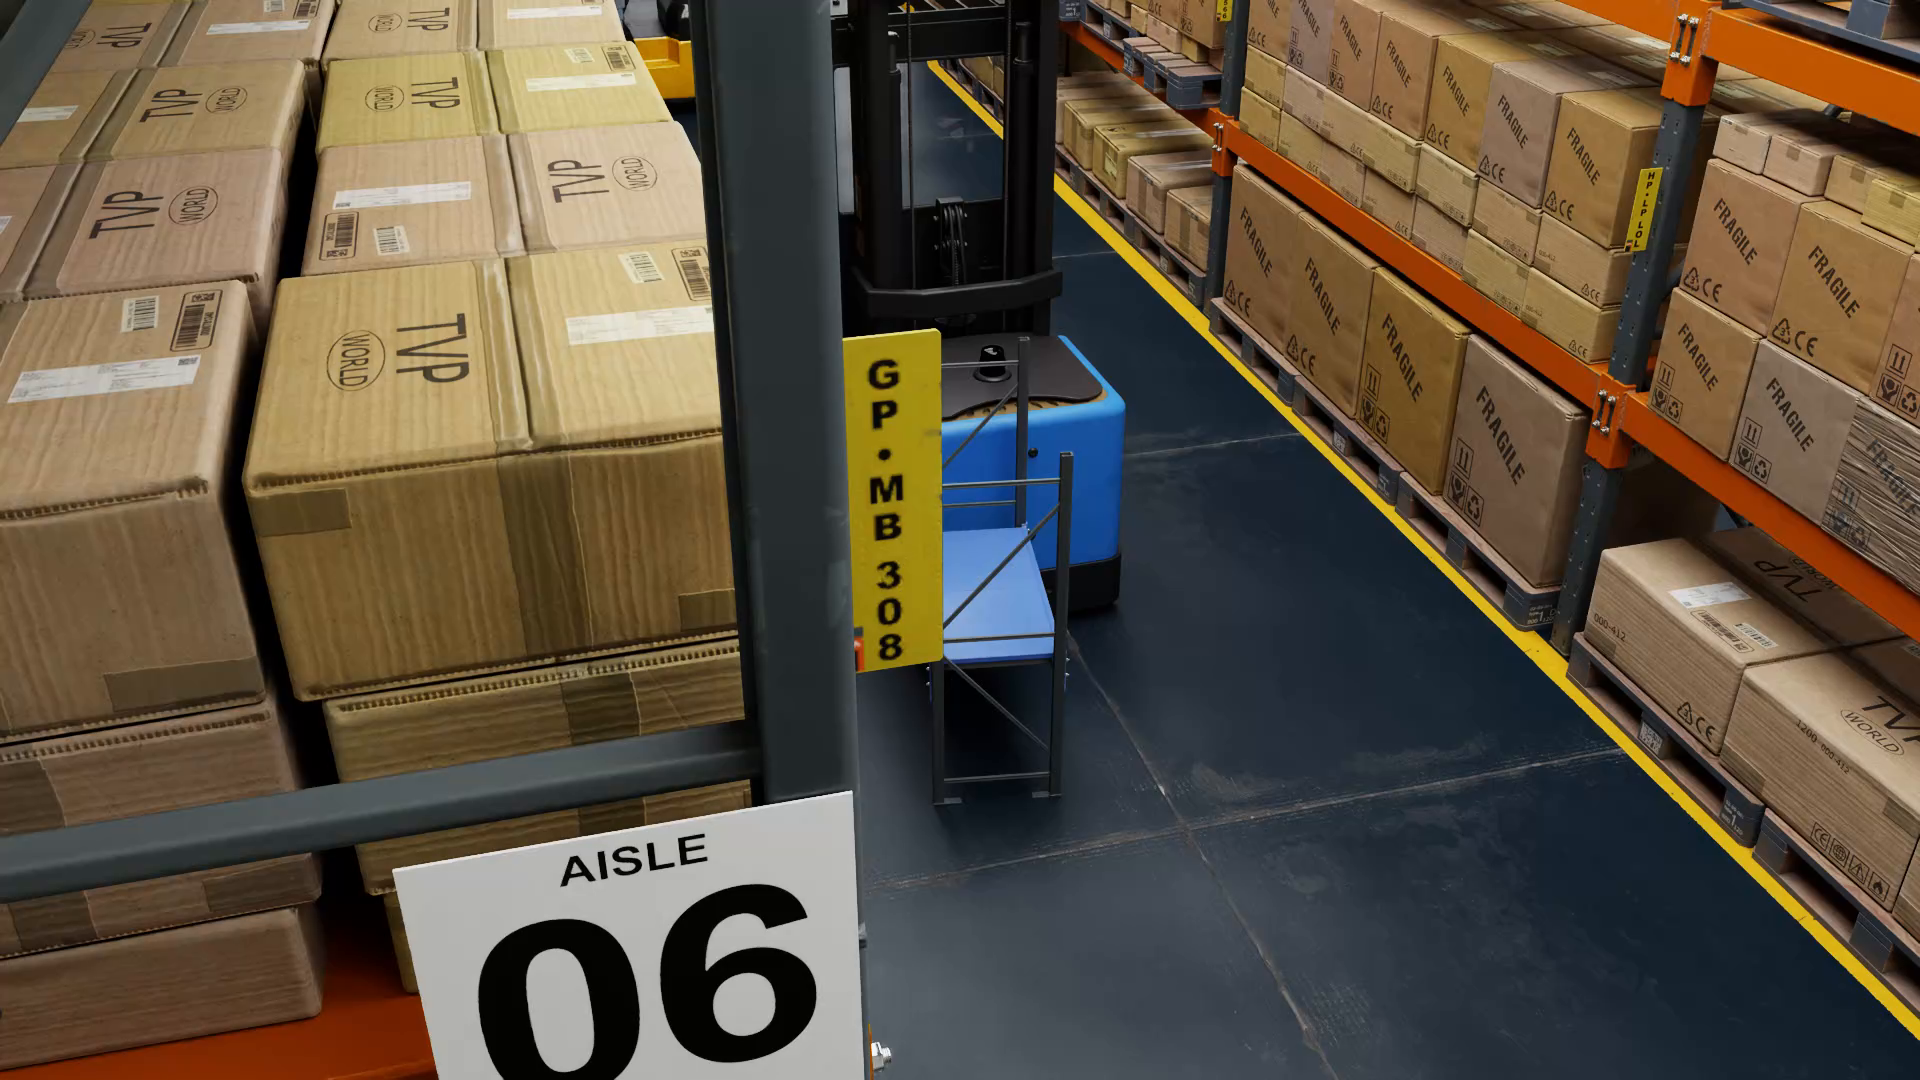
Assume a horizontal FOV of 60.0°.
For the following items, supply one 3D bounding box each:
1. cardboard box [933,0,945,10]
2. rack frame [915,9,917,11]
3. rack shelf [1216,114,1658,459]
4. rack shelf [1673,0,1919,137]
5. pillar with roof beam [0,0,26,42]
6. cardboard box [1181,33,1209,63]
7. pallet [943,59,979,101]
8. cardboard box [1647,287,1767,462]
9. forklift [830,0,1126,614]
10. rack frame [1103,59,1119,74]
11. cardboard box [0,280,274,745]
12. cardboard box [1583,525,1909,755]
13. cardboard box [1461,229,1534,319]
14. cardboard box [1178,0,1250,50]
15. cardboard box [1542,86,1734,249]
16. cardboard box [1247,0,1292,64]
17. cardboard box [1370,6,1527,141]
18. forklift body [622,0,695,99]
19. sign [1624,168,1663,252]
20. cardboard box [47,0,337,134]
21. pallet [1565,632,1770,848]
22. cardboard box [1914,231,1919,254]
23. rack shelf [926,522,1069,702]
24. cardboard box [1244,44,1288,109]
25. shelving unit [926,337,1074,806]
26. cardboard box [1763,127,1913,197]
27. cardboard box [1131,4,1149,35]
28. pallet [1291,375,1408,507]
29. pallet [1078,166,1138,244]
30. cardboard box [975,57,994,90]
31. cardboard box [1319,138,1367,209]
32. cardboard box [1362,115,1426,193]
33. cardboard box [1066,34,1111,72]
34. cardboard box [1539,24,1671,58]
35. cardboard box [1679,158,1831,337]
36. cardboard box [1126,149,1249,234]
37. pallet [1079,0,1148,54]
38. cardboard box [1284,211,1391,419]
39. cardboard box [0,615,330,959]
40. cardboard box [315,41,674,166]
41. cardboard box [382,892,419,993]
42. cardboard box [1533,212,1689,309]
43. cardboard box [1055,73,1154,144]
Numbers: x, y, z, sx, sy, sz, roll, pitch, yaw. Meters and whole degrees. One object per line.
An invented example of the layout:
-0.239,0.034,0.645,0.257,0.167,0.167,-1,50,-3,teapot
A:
0.048,-5.293,15.977,0.500,0.500,0.500,-9,31,-15,cardboard box
-0.050,-6.666,16.773,1.000,3.000,0.127,-8,31,-13,rack frame
2.605,-1.525,8.609,1.077,0.370,4.000,-8,31,-13,rack shelf
3.666,-0.891,4.519,1.077,0.370,4.000,-8,31,-13,rack shelf
1.817,-2.921,4.314,9.100,9.000,0.400,-8,31,-13,pillar with roof beam
1.619,-3.122,10.482,0.380,0.149,0.250,-7,31,-13,cardboard box
0.472,-4.437,15.706,1.003,0.211,1.213,-8,31,-13,pallet
3.008,-0.652,6.283,0.500,0.500,0.500,-7,31,-12,cardboard box
-0.184,-1.570,8.037,1.130,2.935,3.031,-9,31,-15,forklift
1.012,-4.734,13.435,1.000,3.000,0.127,-8,31,-13,rack frame
-0.975,-0.033,1.672,0.500,0.250,0.500,-9,31,-15,cardboard box
3.199,0.374,6.748,0.875,0.438,0.875,-8,31,-14,cardboard box
2.639,-1.235,7.539,0.500,0.250,0.500,-8,31,-14,cardboard box
1.685,-3.339,10.208,0.500,0.500,0.500,-9,31,-15,cardboard box
2.775,-1.529,6.799,0.500,0.500,0.500,-7,31,-12,cardboard box
1.969,-3.008,9.354,0.500,0.500,0.500,-9,31,-15,cardboard box
2.363,-2.273,8.085,0.500,0.500,0.500,-7,31,-12,cardboard box
-2.572,-4.964,14.679,2.313,2.155,1.214,-8,31,-13,forklift body
2.615,-1.260,6.356,0.100,0.325,0.005,-8,31,-13,sign
-1.366,-0.777,2.957,0.500,0.250,0.500,-8,31,-13,cardboard box
3.262,0.714,6.806,1.003,0.211,1.213,-8,31,-13,pallet
3.211,-0.940,5.135,0.380,0.149,0.250,-9,31,-15,cardboard box
0.086,0.265,6.653,0.538,0.185,1.000,-3,30,-6,rack shelf
1.970,-2.676,9.530,0.500,0.250,0.500,-8,31,-14,cardboard box
0.086,0.110,6.563,0.538,1.500,1.048,-3,30,-6,shelving unit
3.053,-1.319,5.788,0.380,0.149,0.250,-7,31,-13,cardboard box
1.363,-3.492,11.120,0.380,0.149,0.250,-7,31,-12,cardboard box
2.531,-0.617,9.104,1.003,0.211,1.213,-8,31,-13,pallet
1.548,-2.561,12.464,1.003,0.211,1.213,-8,31,-13,pallet
0.445,-4.232,14.892,0.500,0.250,0.500,-9,31,-15,cardboard box
2.248,-1.968,8.805,0.500,0.250,0.500,-7,31,-12,cardboard box
2.349,-1.937,8.253,0.500,0.250,0.500,-7,31,-12,cardboard box
1.116,-4.371,14.385,0.500,0.500,0.500,-6,31,-11,cardboard box
3.003,-2.082,7.754,0.500,0.500,0.500,-9,31,-15,cardboard box
3.028,-1.084,6.031,0.500,0.500,0.500,-8,31,-13,cardboard box
1.730,-2.476,11.738,0.950,0.372,0.625,-8,31,-14,cardboard box
1.509,-3.670,11.788,1.003,0.211,1.213,-8,31,-13,pallet
2.410,-1.289,9.184,0.875,0.875,0.875,-7,31,-13,cardboard box
-0.968,0.183,1.799,0.500,0.250,0.500,-8,31,-14,cardboard box
-0.726,-0.592,2.637,0.500,0.250,0.500,-8,31,-14,cardboard box
-0.448,0.349,1.909,0.380,0.149,0.250,-7,31,-12,cardboard box
2.784,-1.202,6.984,0.500,0.250,0.500,-8,31,-13,cardboard box
1.154,-3.526,13.551,0.950,0.372,0.625,-7,31,-13,cardboard box
